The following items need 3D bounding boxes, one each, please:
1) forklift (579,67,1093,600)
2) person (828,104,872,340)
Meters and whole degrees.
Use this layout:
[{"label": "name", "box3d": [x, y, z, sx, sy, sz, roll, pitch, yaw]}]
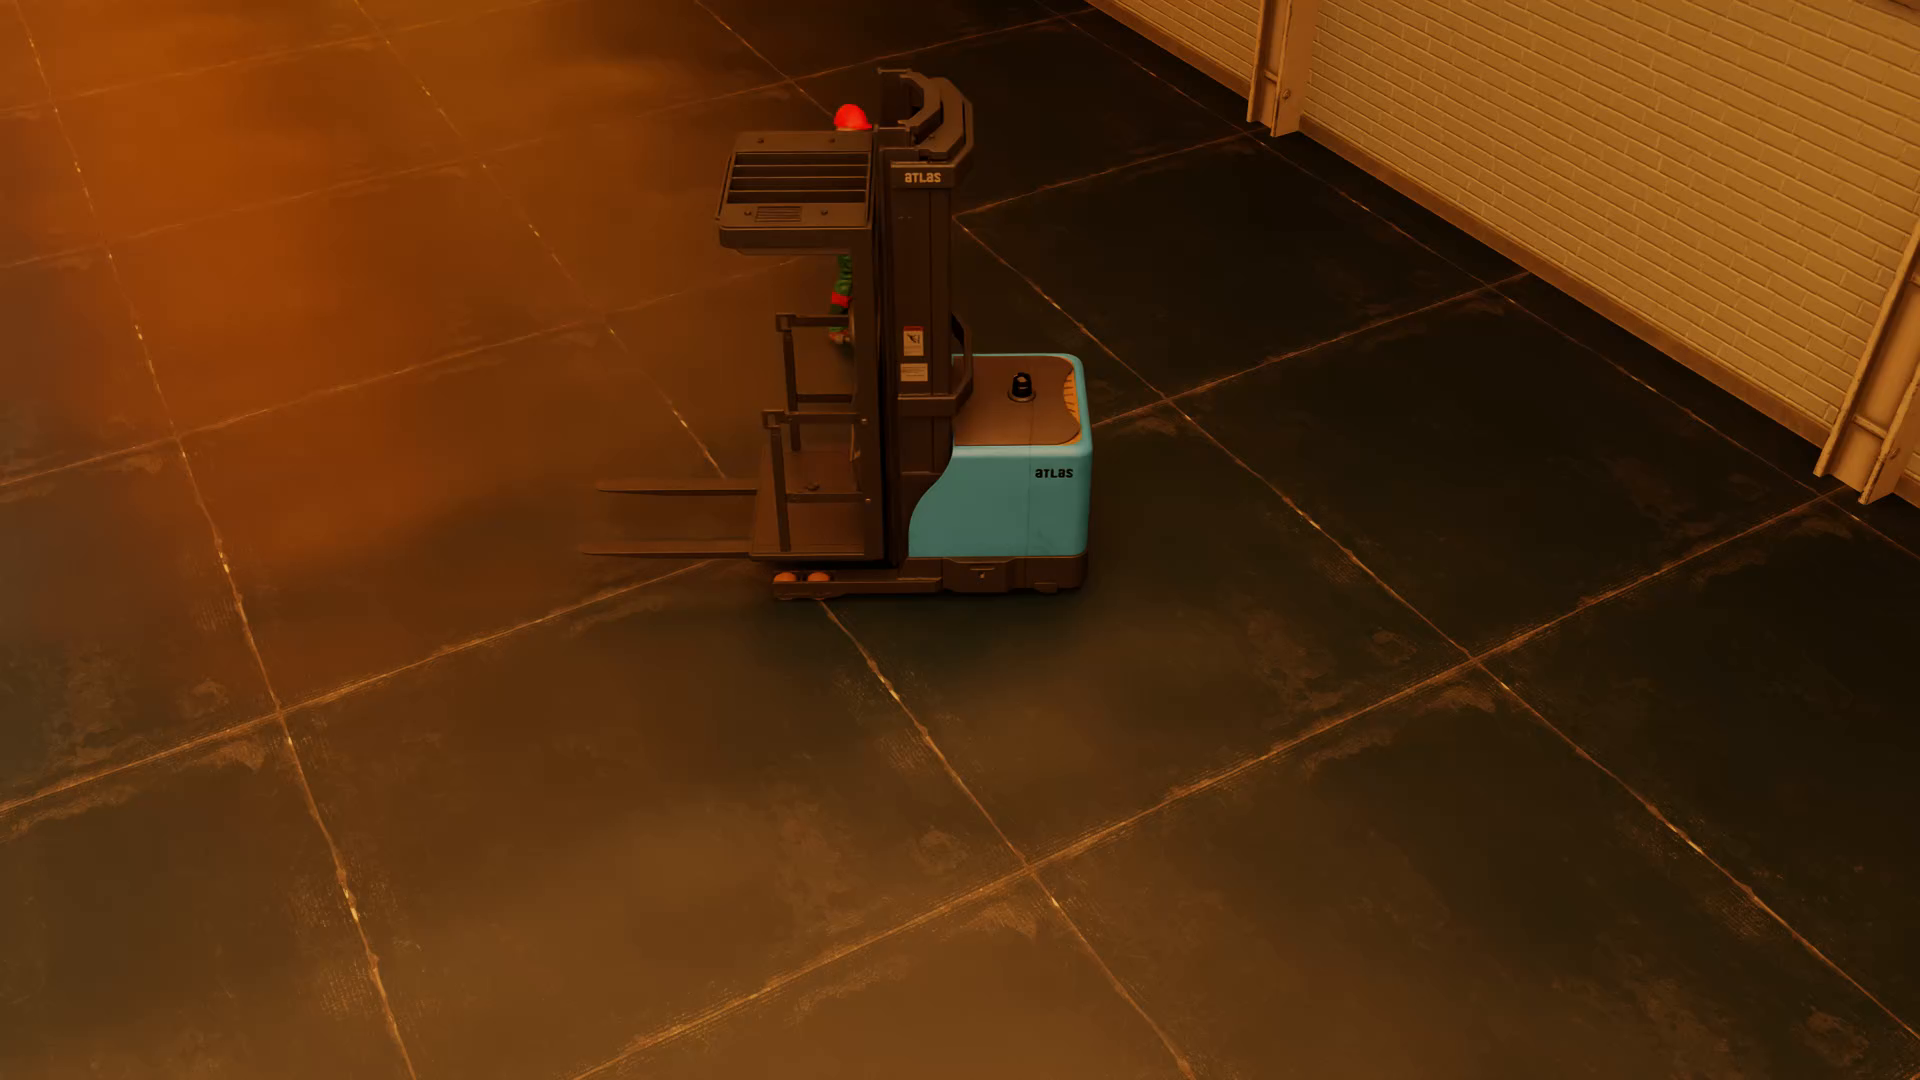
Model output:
[{"label": "forklift", "box3d": [-0.759, -1.112, 9.376, 3.031, 2.935, 1.130, 0, 40, -1]}, {"label": "person", "box3d": [-0.720, -2.165, 11.558, 0.500, 1.770, 0.754, -12, 41, -14]}]
